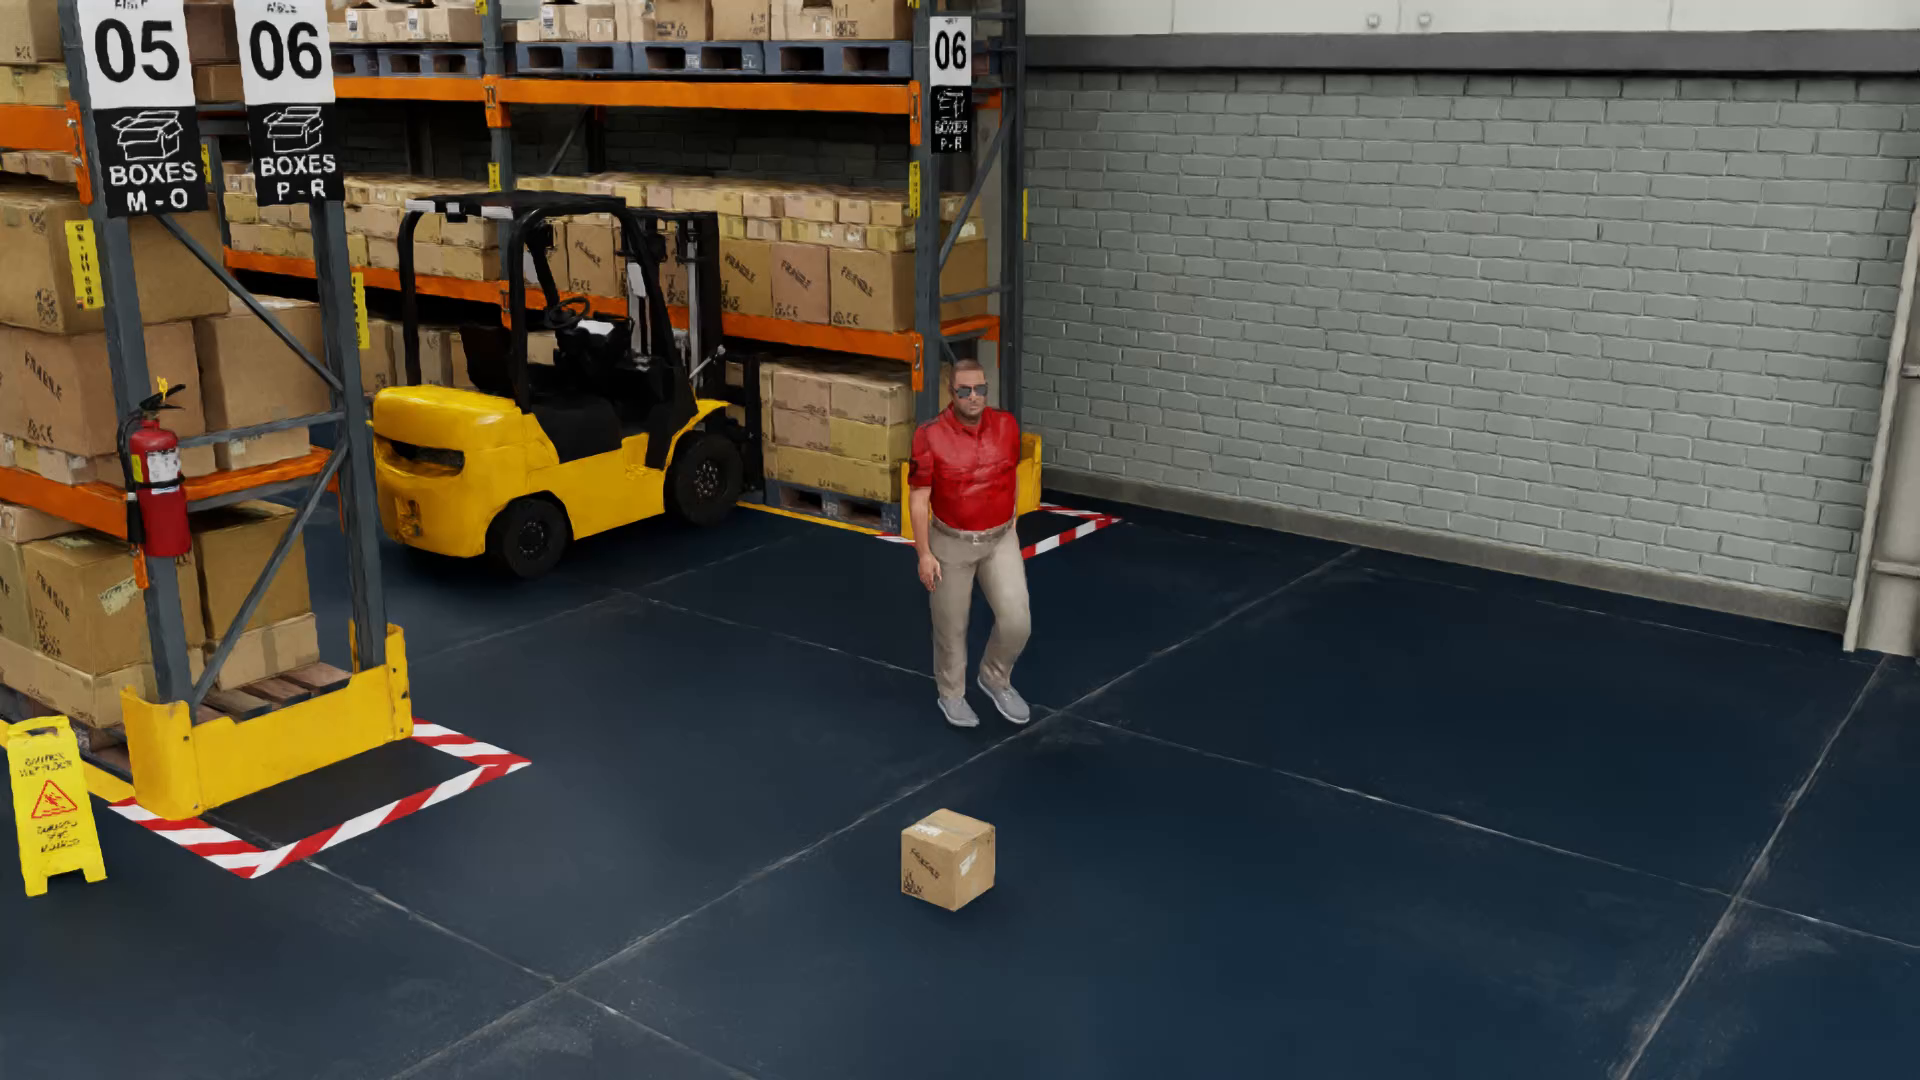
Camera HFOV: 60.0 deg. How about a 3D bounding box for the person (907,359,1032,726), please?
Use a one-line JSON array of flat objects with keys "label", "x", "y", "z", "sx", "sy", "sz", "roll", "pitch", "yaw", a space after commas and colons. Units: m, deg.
[{"label": "person", "x": 0.038, "y": 0.025, "z": 7.425, "sx": 0.570, "sy": 1.713, "sz": 0.518, "roll": -6, "pitch": 17, "yaw": -18}]
